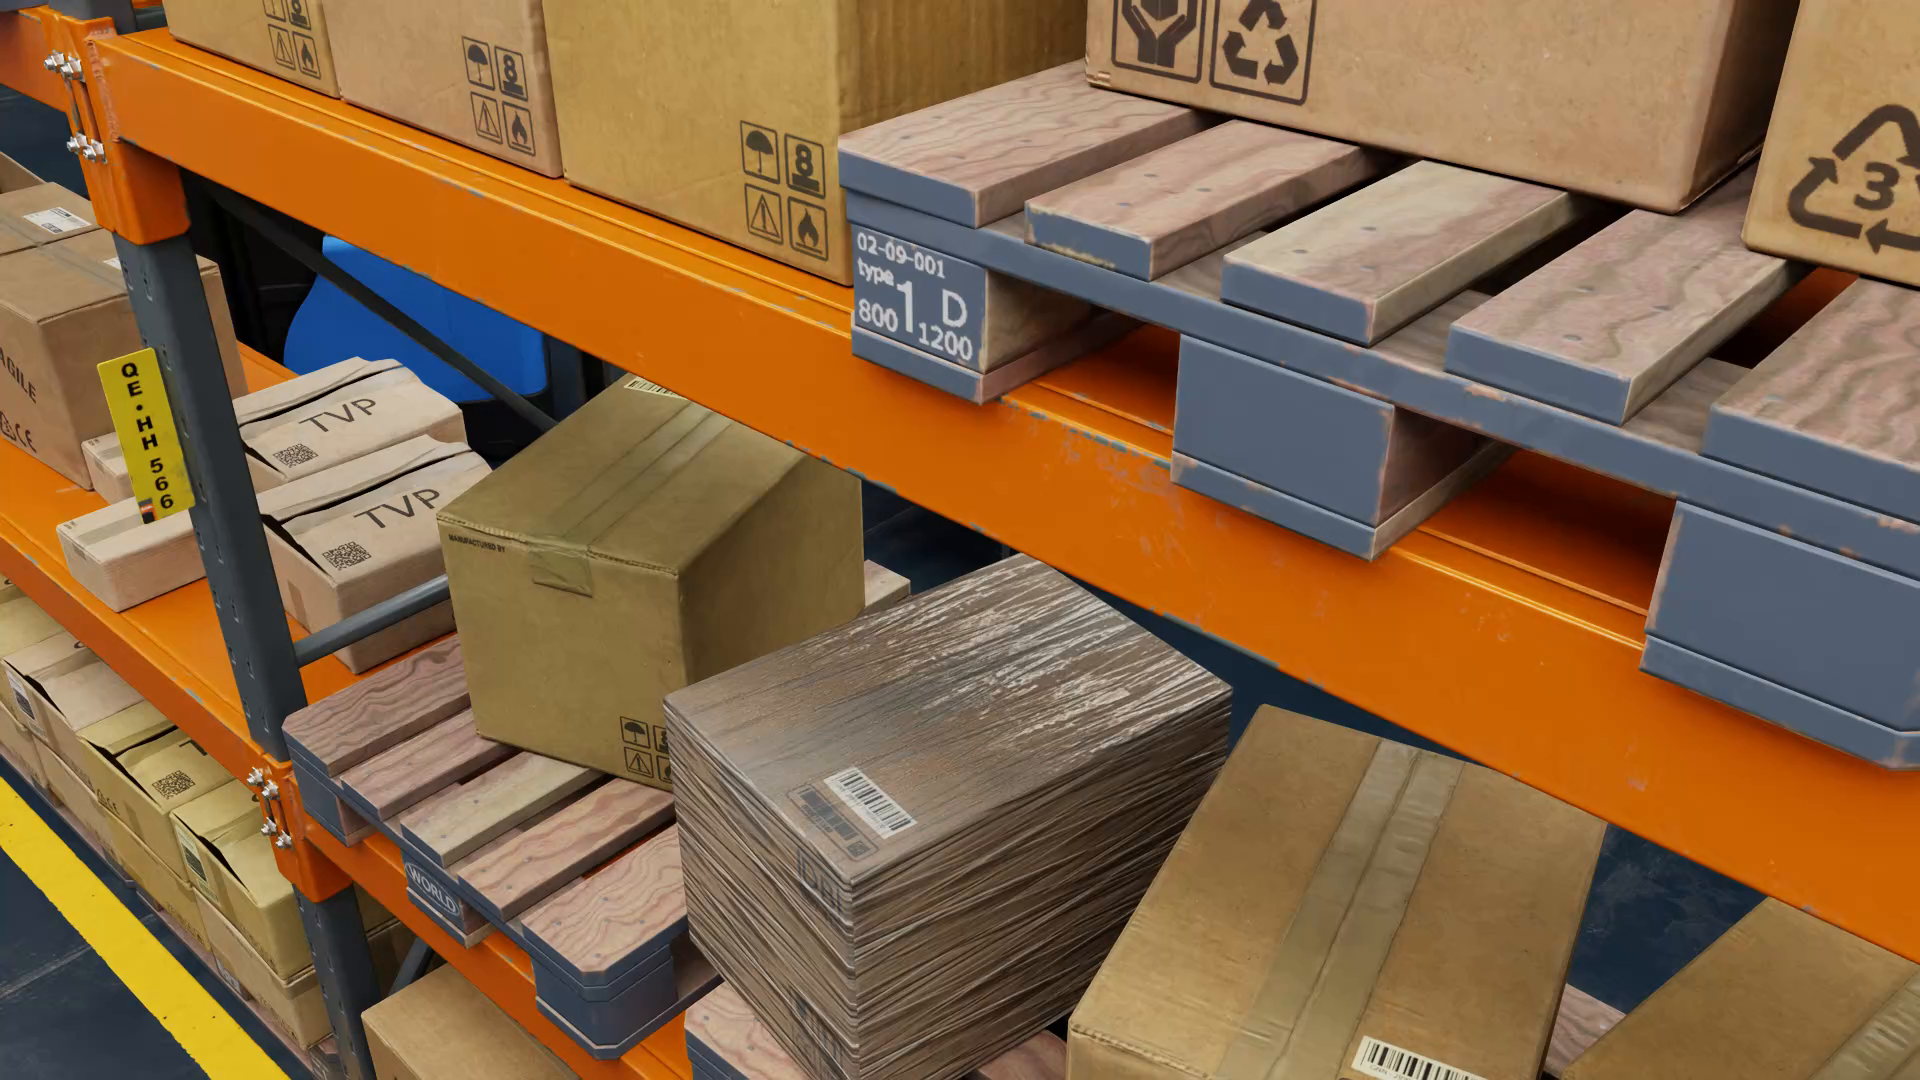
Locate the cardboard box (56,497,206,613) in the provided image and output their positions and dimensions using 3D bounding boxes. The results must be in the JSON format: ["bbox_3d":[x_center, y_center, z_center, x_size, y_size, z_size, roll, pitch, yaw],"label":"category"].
[{"bbox_3d":[-1.960,-0.002,4.088,0.250,0.149,0.380,25,39,35],"label":"cardboard box"}]

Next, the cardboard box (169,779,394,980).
[{"bbox_3d":[-1.662,0.767,4.282,0.500,0.311,0.500,26,40,36],"label":"cardboard box"}]

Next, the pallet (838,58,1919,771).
[{"bbox_3d":[0.650,-0.334,1.671,1.003,0.211,1.213,25,39,35],"label":"pallet"}]

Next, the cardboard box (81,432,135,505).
[{"bbox_3d":[-2.092,-0.216,4.444,0.380,0.149,0.250,-26,40,-36],"label":"cardboard box"}]

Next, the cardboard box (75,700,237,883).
[{"bbox_3d":[-2.052,0.590,4.577,0.500,0.311,0.500,24,39,34],"label":"cardboard box"}]

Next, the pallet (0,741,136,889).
[{"bbox_3d":[-2.593,0.569,5.600,1.213,0.211,1.003,25,39,35],"label":"pallet"}]

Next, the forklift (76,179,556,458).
[{"bbox_3d":[-3.366,-1.696,6.726,3.031,2.935,1.130,-7,32,-12],"label":"forklift"}]

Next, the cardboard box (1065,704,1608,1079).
[{"bbox_3d":[0.506,0.670,2.224,0.500,0.500,0.700,15,34,23],"label":"cardboard box"}]

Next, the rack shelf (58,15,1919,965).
[{"bbox_3d":[0.375,-0.188,1.944,4.000,0.370,1.077,25,39,35],"label":"rack shelf"}]

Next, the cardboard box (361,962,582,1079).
[{"bbox_3d":[-0.963,1.246,3.770,0.500,0.500,0.500,27,40,37],"label":"cardboard box"}]

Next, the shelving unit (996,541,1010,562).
[{"bbox_3d":[-0.063,-0.672,6.412,1.048,1.500,0.538,25,39,35],"label":"shelving unit"}]

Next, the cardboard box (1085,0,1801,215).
[{"bbox_3d":[0.543,-0.733,1.550,0.600,0.600,0.600,23,38,33],"label":"cardboard box"}]

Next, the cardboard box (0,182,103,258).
[{"bbox_3d":[-2.754,-0.703,4.913,0.500,0.500,0.500,25,39,35],"label":"cardboard box"}]

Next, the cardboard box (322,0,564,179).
[{"bbox_3d":[-0.384,-0.917,2.359,0.500,0.500,0.910,25,39,35],"label":"cardboard box"}]

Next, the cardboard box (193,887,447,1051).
[{"bbox_3d":[-1.662,1.006,4.430,0.500,0.250,0.500,26,40,36],"label":"cardboard box"}]

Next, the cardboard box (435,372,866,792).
[{"bbox_3d":[-0.566,0.048,3.257,0.500,0.500,0.700,12,33,19],"label":"cardboard box"}]

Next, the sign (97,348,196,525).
[{"bbox_3d":[-1.478,-0.186,3.028,0.005,0.325,0.100,25,39,35],"label":"sign"}]

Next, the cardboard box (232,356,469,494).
[{"bbox_3d":[-1.641,-0.249,4.342,0.500,0.311,0.500,25,39,35],"label":"cardboard box"}]

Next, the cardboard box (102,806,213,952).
[{"bbox_3d":[-2.047,0.829,4.724,0.500,0.250,0.500,25,39,35],"label":"cardboard box"}]

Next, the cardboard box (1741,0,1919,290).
[{"bbox_3d":[1.023,-0.495,1.155,0.600,0.600,0.600,25,39,35],"label":"cardboard box"}]

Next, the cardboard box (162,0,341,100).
[{"bbox_3d":[-0.762,-1.093,2.653,0.500,0.500,0.910,25,39,35],"label":"cardboard box"}]

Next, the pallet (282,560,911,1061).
[{"bbox_3d":[-0.559,0.386,3.386,1.003,0.211,1.213,25,39,35],"label":"pallet"}]

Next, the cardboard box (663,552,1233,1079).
[{"bbox_3d":[-0.016,0.438,2.610,0.700,0.500,0.500,-21,37,-31],"label":"cardboard box"}]

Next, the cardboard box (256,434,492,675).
[{"bbox_3d":[-1.349,-0.008,3.941,0.500,0.311,0.500,-27,40,-37],"label":"cardboard box"}]

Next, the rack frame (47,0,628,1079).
[{"bbox_3d":[-1.108,0.096,3.682,0.127,3.000,1.000,25,39,35],"label":"rack frame"}]

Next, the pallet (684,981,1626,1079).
[{"bbox_3d":[0.337,0.850,2.616,1.213,0.211,1.003,25,39,35],"label":"pallet"}]

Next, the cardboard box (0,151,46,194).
[{"bbox_3d":[-3.125,-0.876,5.201,0.500,0.500,0.500,-26,40,-36],"label":"cardboard box"}]

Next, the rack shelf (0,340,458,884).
[{"bbox_3d":[-2.591,-0.288,5.017,4.000,0.370,1.077,25,39,35],"label":"rack shelf"}]

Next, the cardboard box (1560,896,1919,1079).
[{"bbox_3d":[1.104,0.795,2.017,0.700,0.500,0.500,-22,38,-32],"label":"cardboard box"}]

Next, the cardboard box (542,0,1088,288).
[{"bbox_3d":[0.001,-0.737,2.061,0.500,0.500,0.910,25,39,35],"label":"cardboard box"}]

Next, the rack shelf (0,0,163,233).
[{"bbox_3d":[-2.591,-1.573,4.243,4.000,0.370,1.077,25,39,35],"label":"rack shelf"}]

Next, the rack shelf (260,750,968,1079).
[{"bbox_3d":[0.375,1.097,2.717,4.000,0.370,1.077,25,39,35],"label":"rack shelf"}]

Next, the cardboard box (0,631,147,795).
[{"bbox_3d":[-2.424,0.414,4.869,0.500,0.311,0.500,25,39,35],"label":"cardboard box"}]

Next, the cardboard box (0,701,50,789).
[{"bbox_3d":[-2.801,0.477,5.309,0.500,0.250,0.500,26,40,36],"label":"cardboard box"}]

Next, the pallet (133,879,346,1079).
[{"bbox_3d":[-1.692,0.991,4.899,1.213,0.211,1.003,25,39,35],"label":"pallet"}]

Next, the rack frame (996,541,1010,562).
[{"bbox_3d":[0.314,-0.496,6.120,0.032,1.500,0.500,25,39,35],"label":"rack frame"}]

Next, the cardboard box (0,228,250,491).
[{"bbox_3d":[-2.363,-0.521,4.610,0.500,0.500,0.500,23,38,33],"label":"cardboard box"}]

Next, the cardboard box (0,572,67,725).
[{"bbox_3d":[-2.794,0.240,5.159,0.500,0.311,0.500,26,40,36],"label":"cardboard box"}]

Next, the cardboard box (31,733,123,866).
[{"bbox_3d":[-2.417,0.653,5.015,0.500,0.250,0.500,26,40,36],"label":"cardboard box"}]
